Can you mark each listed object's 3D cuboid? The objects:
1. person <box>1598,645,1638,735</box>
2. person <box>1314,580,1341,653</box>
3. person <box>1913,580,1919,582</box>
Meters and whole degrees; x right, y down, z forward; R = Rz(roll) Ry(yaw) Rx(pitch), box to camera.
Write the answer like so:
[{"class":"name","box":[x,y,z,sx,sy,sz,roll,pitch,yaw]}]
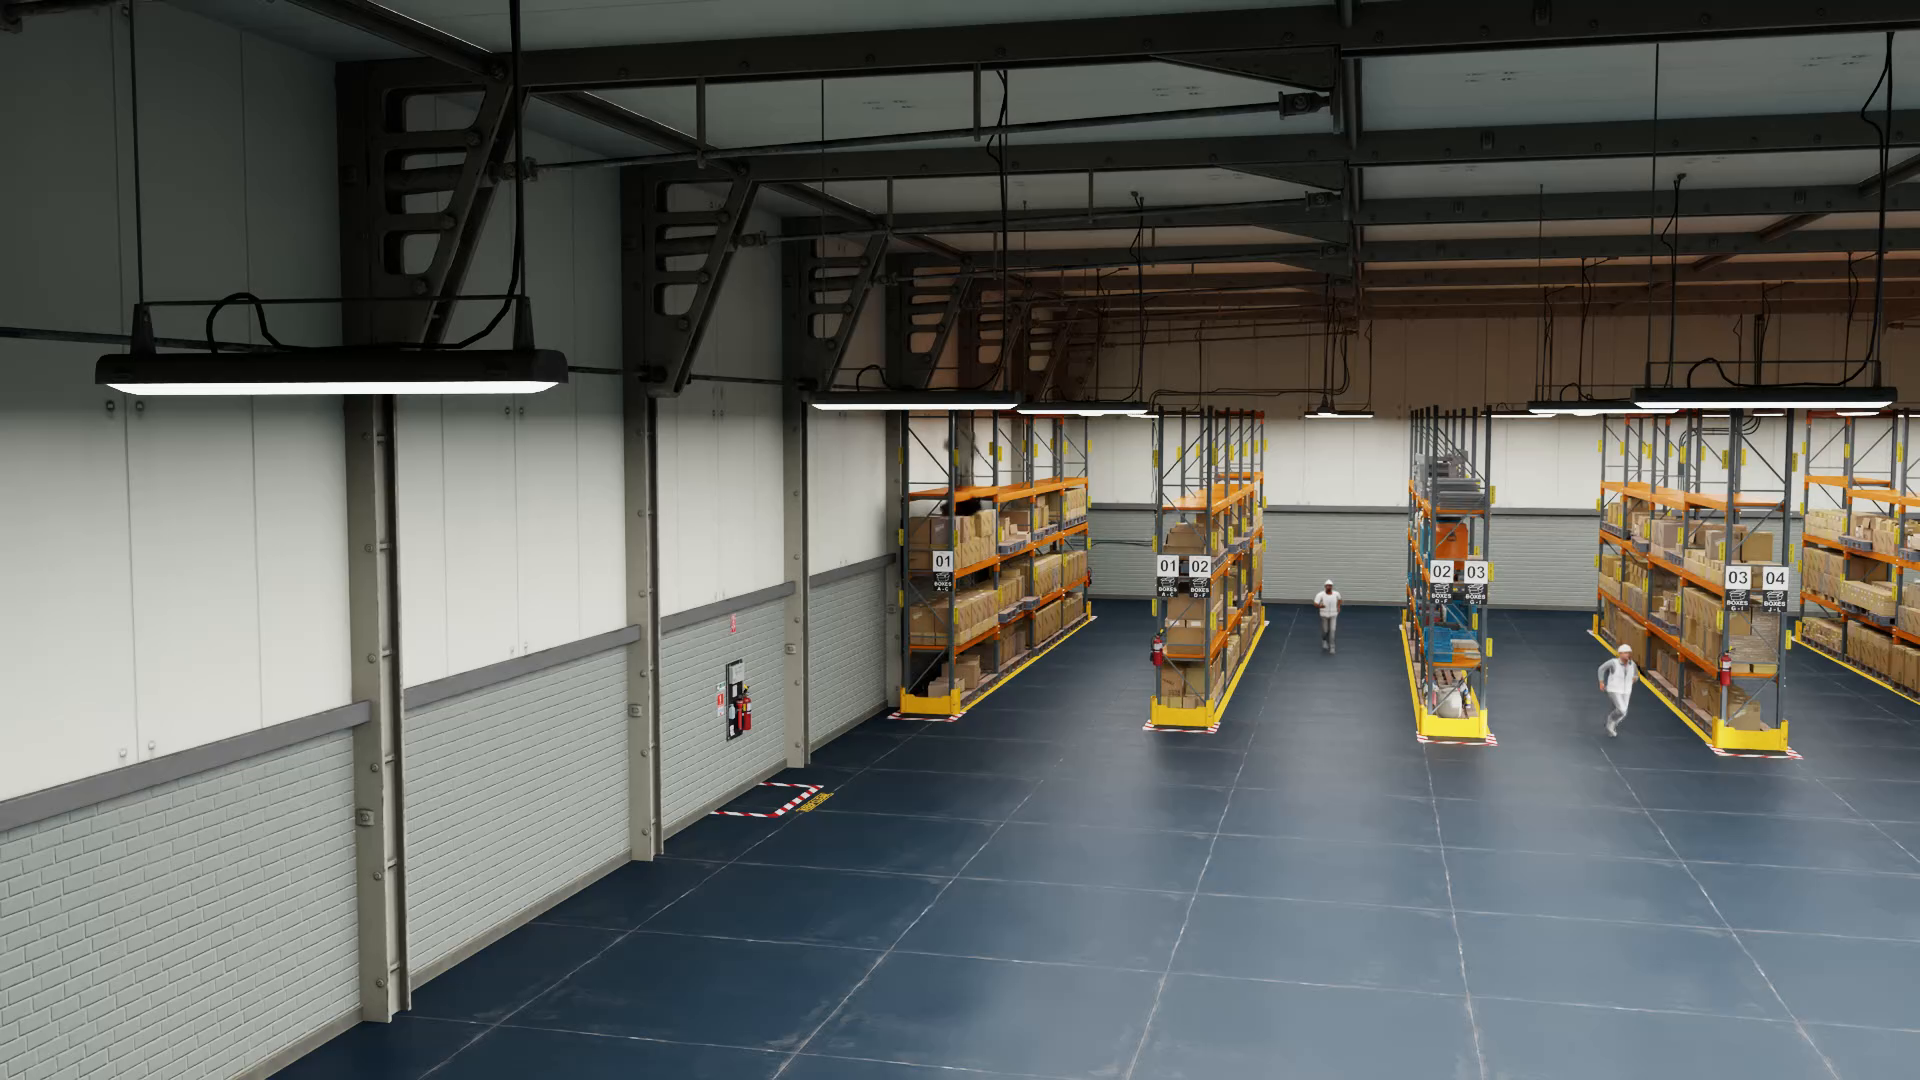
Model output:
[{"class":"person","box":[11.847,2.704,29.849,0.611,1.681,0.779,-1,4,-13]},{"class":"person","box":[9.085,1.866,41.033,0.702,1.754,0.963,0,4,4]},{"class":"person","box":[24.104,1.863,41.906,0.680,1.719,0.613,0,4,-2]}]
